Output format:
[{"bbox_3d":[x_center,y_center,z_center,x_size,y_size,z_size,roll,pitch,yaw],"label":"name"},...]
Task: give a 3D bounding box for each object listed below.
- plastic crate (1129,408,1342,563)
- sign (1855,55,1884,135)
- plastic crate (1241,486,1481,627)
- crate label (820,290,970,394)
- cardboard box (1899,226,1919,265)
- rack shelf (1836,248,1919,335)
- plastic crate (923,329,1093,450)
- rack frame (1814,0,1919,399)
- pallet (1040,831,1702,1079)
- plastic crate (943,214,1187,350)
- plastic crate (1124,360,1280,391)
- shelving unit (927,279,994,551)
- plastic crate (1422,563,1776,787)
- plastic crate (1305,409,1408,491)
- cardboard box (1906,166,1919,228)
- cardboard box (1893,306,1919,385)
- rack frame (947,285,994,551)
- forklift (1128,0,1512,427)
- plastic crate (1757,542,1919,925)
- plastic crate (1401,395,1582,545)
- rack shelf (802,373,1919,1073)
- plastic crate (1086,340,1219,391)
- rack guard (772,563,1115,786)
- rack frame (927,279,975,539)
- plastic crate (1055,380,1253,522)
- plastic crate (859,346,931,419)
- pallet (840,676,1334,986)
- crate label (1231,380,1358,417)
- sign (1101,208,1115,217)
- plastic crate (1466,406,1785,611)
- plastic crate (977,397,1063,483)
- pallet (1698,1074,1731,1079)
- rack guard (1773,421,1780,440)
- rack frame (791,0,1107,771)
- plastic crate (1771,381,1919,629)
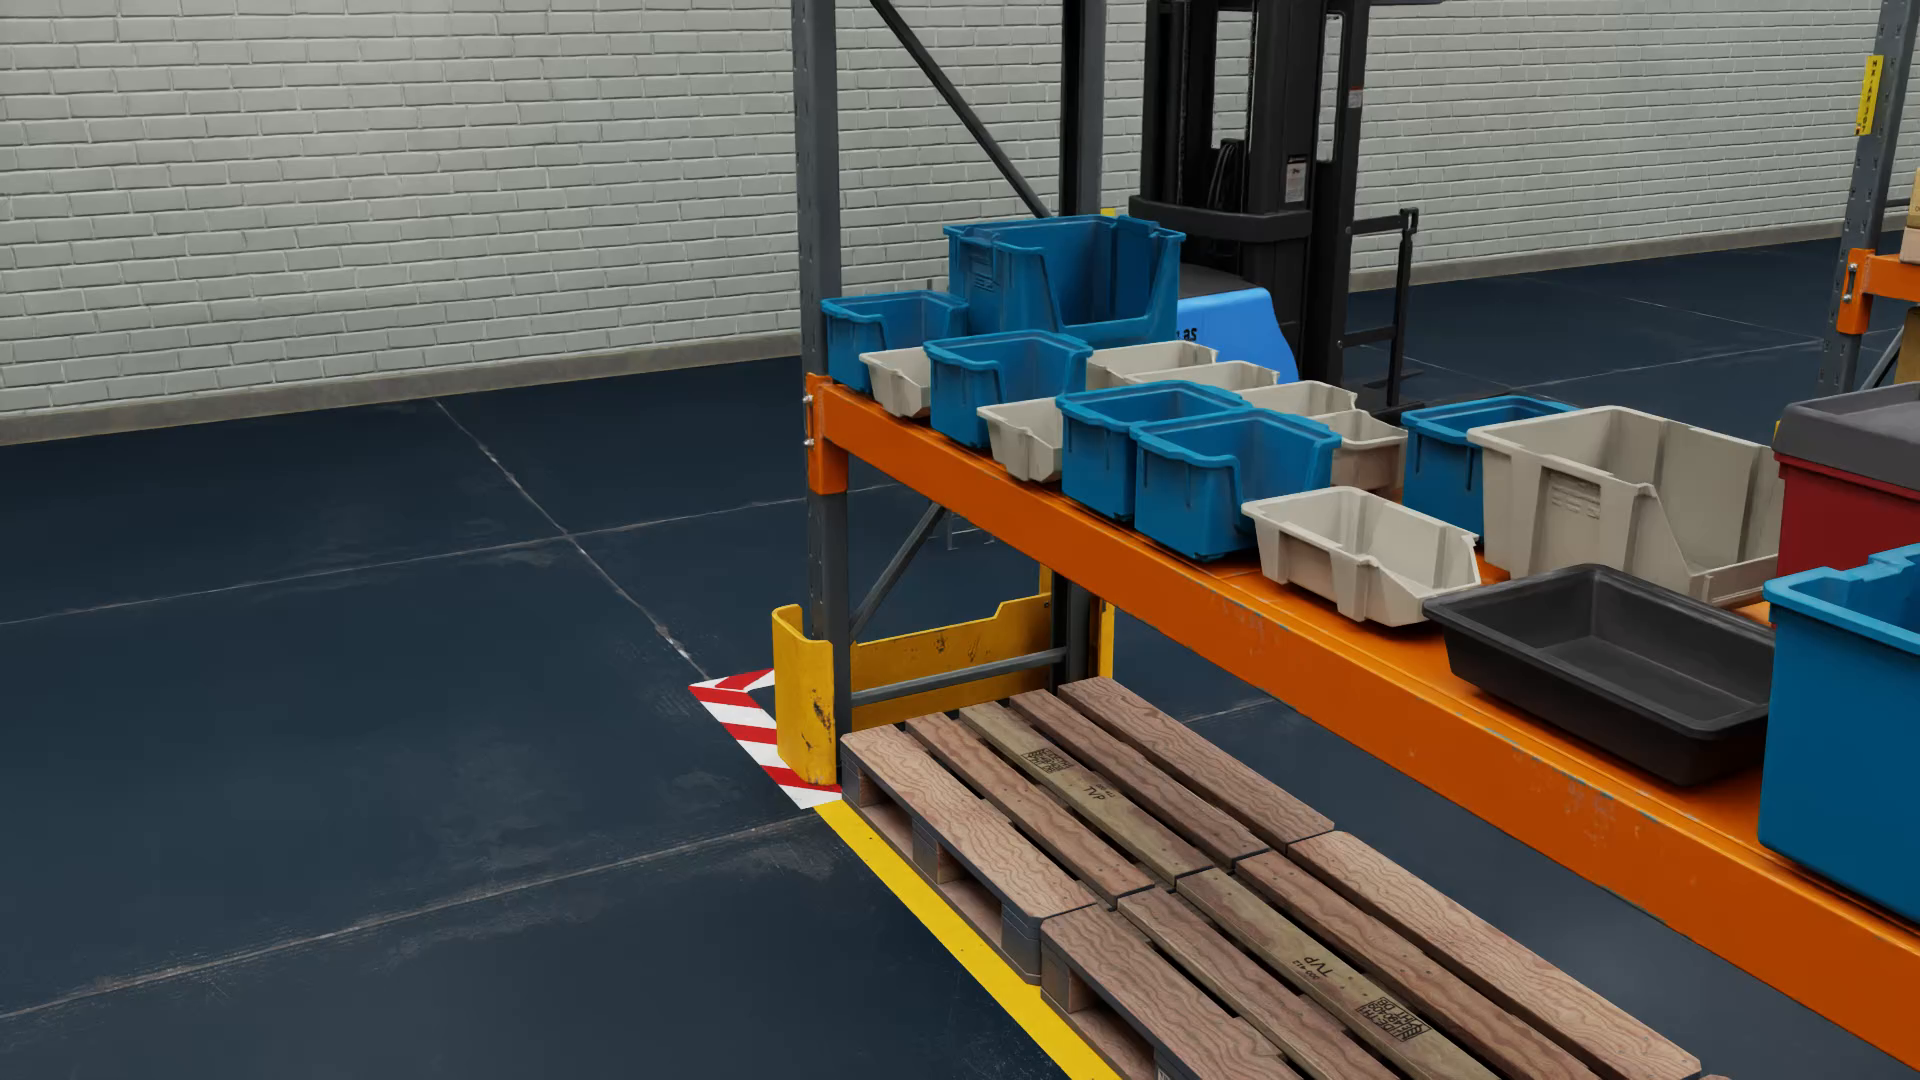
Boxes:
[{"bbox_3d":[0.578,-0.117,3.538,0.416,0.233,0.300,-10,21,-27],"label":"plastic crate"},{"bbox_3d":[3.851,-1.884,7.043,0.100,0.325,0.005,-10,21,-27],"label":"sign"},{"bbox_3d":[0.791,0.037,3.237,0.293,0.136,0.466,-10,21,-27],"label":"plastic crate"},{"bbox_3d":[-0.189,-0.581,4.883,0.416,0.233,0.303,-10,21,-27],"label":"crate label"},{"bbox_3d":[4.220,-1.250,7.039,0.380,0.149,0.250,-10,21,-26],"label":"cardboard box"},{"bbox_3d":[5.292,-0.607,5.895,1.077,0.370,4.000,-10,21,-27],"label":"rack shelf"},{"bbox_3d":[0.123,-0.392,4.335,0.416,0.233,0.300,-10,21,-27],"label":"plastic crate"},{"bbox_3d":[4.342,-1.521,7.442,1.000,3.000,0.127,-10,21,-27],"label":"rack frame"},{"bbox_3d":[0.916,1.157,3.956,1.003,0.211,1.213,-10,21,-27],"label":"pallet"},{"bbox_3d":[0.307,-0.732,5.008,0.616,0.435,0.499,-10,21,-27],"label":"plastic crate"},{"bbox_3d":[0.655,-0.366,4.407,0.396,0.136,0.243,-10,21,-27],"label":"plastic crate"},{"bbox_3d":[0.007,-0.563,7.424,0.258,1.200,0.189,-10,21,-27],"label":"shelving unit"},{"bbox_3d":[1.115,0.216,2.736,0.437,0.125,0.590,-10,21,-27],"label":"plastic crate"},{"bbox_3d":[0.965,-0.208,3.948,0.298,0.136,0.250,-10,21,-27],"label":"plastic crate"},{"bbox_3d":[4.332,-1.411,6.897,0.500,0.250,0.500,-11,22,-28],"label":"cardboard box"},{"bbox_3d":[4.716,-0.544,7.223,0.875,0.875,0.875,-10,21,-27],"label":"cardboard box"},{"bbox_3d":[0.050,-0.537,7.348,0.240,1.200,0.006,-10,21,-27],"label":"rack frame"},{"bbox_3d":[1.707,-1.810,8.384,3.031,2.935,1.130,-14,23,-34],"label":"forklift"},{"bbox_3d":[1.361,0.292,2.119,0.392,0.384,0.575,-10,21,-27],"label":"plastic crate"},{"bbox_3d":[1.184,-0.153,3.642,0.416,0.233,0.300,-10,21,-27],"label":"plastic crate"},{"bbox_3d":[0.933,0.160,3.672,1.077,0.370,4.000,-10,21,-27],"label":"rack shelf"},{"bbox_3d":[0.530,-0.452,4.654,0.396,0.136,0.243,-10,21,-27],"label":"plastic crate"},{"bbox_3d":[-0.040,0.423,5.640,1.175,0.500,0.348,-10,21,-27],"label":"rack guard"},{"bbox_3d":[-0.037,-0.589,7.500,0.240,1.200,0.006,-10,21,-27],"label":"rack frame"},{"bbox_3d":[0.436,-0.203,3.787,0.416,0.233,0.300,-10,21,-27],"label":"plastic crate"},{"bbox_3d":[-0.110,-0.431,4.594,0.250,0.136,0.298,-10,21,-27],"label":"plastic crate"},{"bbox_3d":[0.341,0.807,4.970,1.003,0.211,1.213,-10,21,-27],"label":"pallet"},{"bbox_3d":[0.808,-0.290,4.186,0.396,0.136,0.243,-10,21,-27],"label":"crate label"},{"bbox_3d":[0.460,-0.921,5.452,0.100,0.325,0.005,-10,21,-27],"label":"sign"},{"bbox_3d":[1.320,-0.045,3.253,0.437,0.282,0.530,-10,21,-27],"label":"plastic crate"},{"bbox_3d":[0.212,-0.236,4.030,0.250,0.136,0.298,-10,21,-27],"label":"plastic crate"},{"bbox_3d":[1.499,1.507,2.940,1.003,0.211,1.213,-10,21,-27],"label":"pallet"},{"bbox_3d":[4.331,-0.347,7.869,1.175,0.500,0.348,-10,21,-27],"label":"rack guard"},{"bbox_3d":[-0.017,-0.754,5.218,1.000,3.000,0.127,-10,21,-27],"label":"rack frame"},{"bbox_3d":[1.679,0.040,2.726,0.402,0.464,0.583,-10,21,-27],"label":"plastic crate"}]
